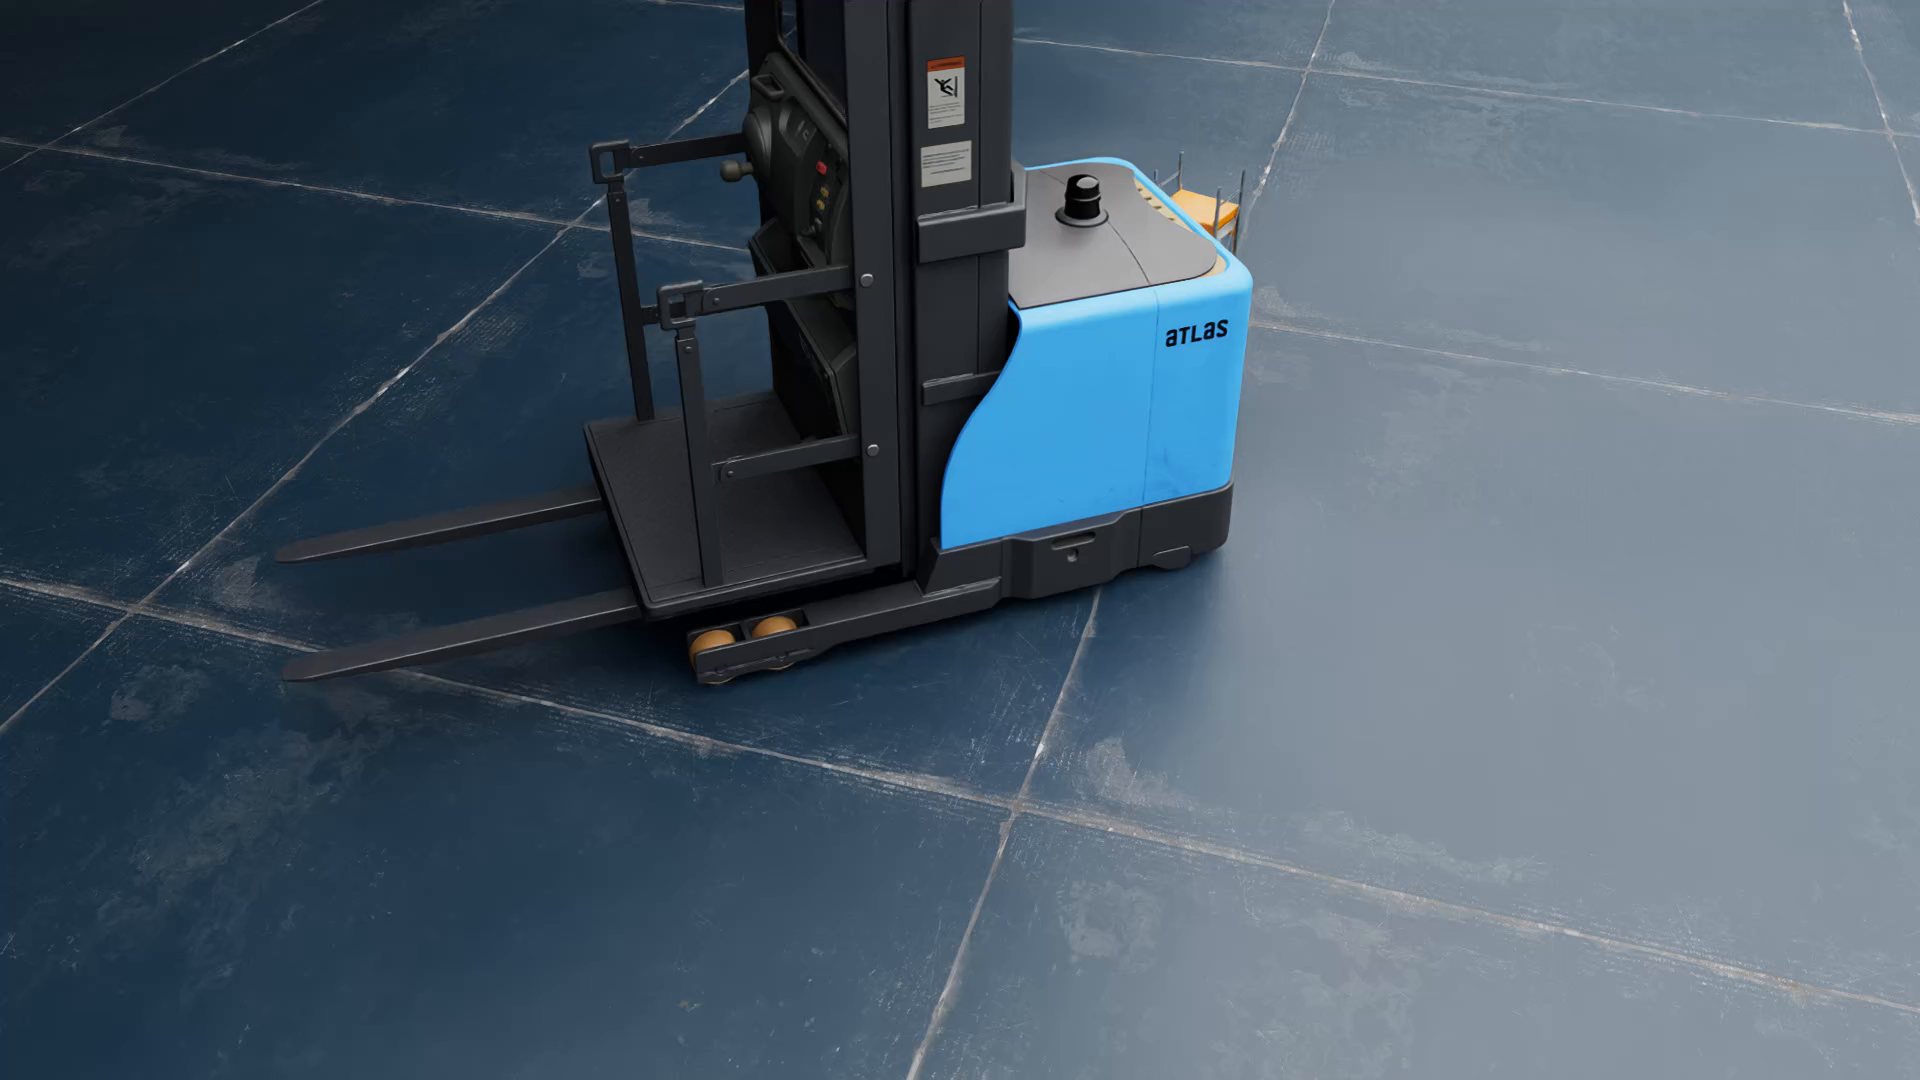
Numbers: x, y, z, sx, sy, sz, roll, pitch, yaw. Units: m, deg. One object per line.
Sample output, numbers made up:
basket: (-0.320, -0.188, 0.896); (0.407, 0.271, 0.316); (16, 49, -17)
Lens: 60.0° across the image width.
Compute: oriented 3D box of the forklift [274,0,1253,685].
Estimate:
forklift: (-0.660, -1.090, 4.758); (3.031, 2.935, 1.130); (-12, 38, -16)

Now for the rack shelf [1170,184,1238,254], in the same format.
rack shelf: (0.823, -1.068, 5.850); (0.240, 0.259, 0.215); (22, 41, 27)

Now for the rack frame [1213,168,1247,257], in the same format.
rack frame: (0.922, -0.806, 5.955); (0.008, 1.050, 0.200); (22, 41, 27)

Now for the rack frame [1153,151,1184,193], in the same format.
rack frame: (0.721, -0.888, 6.066); (0.008, 1.050, 0.200); (22, 41, 27)

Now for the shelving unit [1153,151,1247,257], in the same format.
shelving unit: (0.822, -0.847, 6.010); (0.252, 1.050, 0.215); (22, 41, 27)
